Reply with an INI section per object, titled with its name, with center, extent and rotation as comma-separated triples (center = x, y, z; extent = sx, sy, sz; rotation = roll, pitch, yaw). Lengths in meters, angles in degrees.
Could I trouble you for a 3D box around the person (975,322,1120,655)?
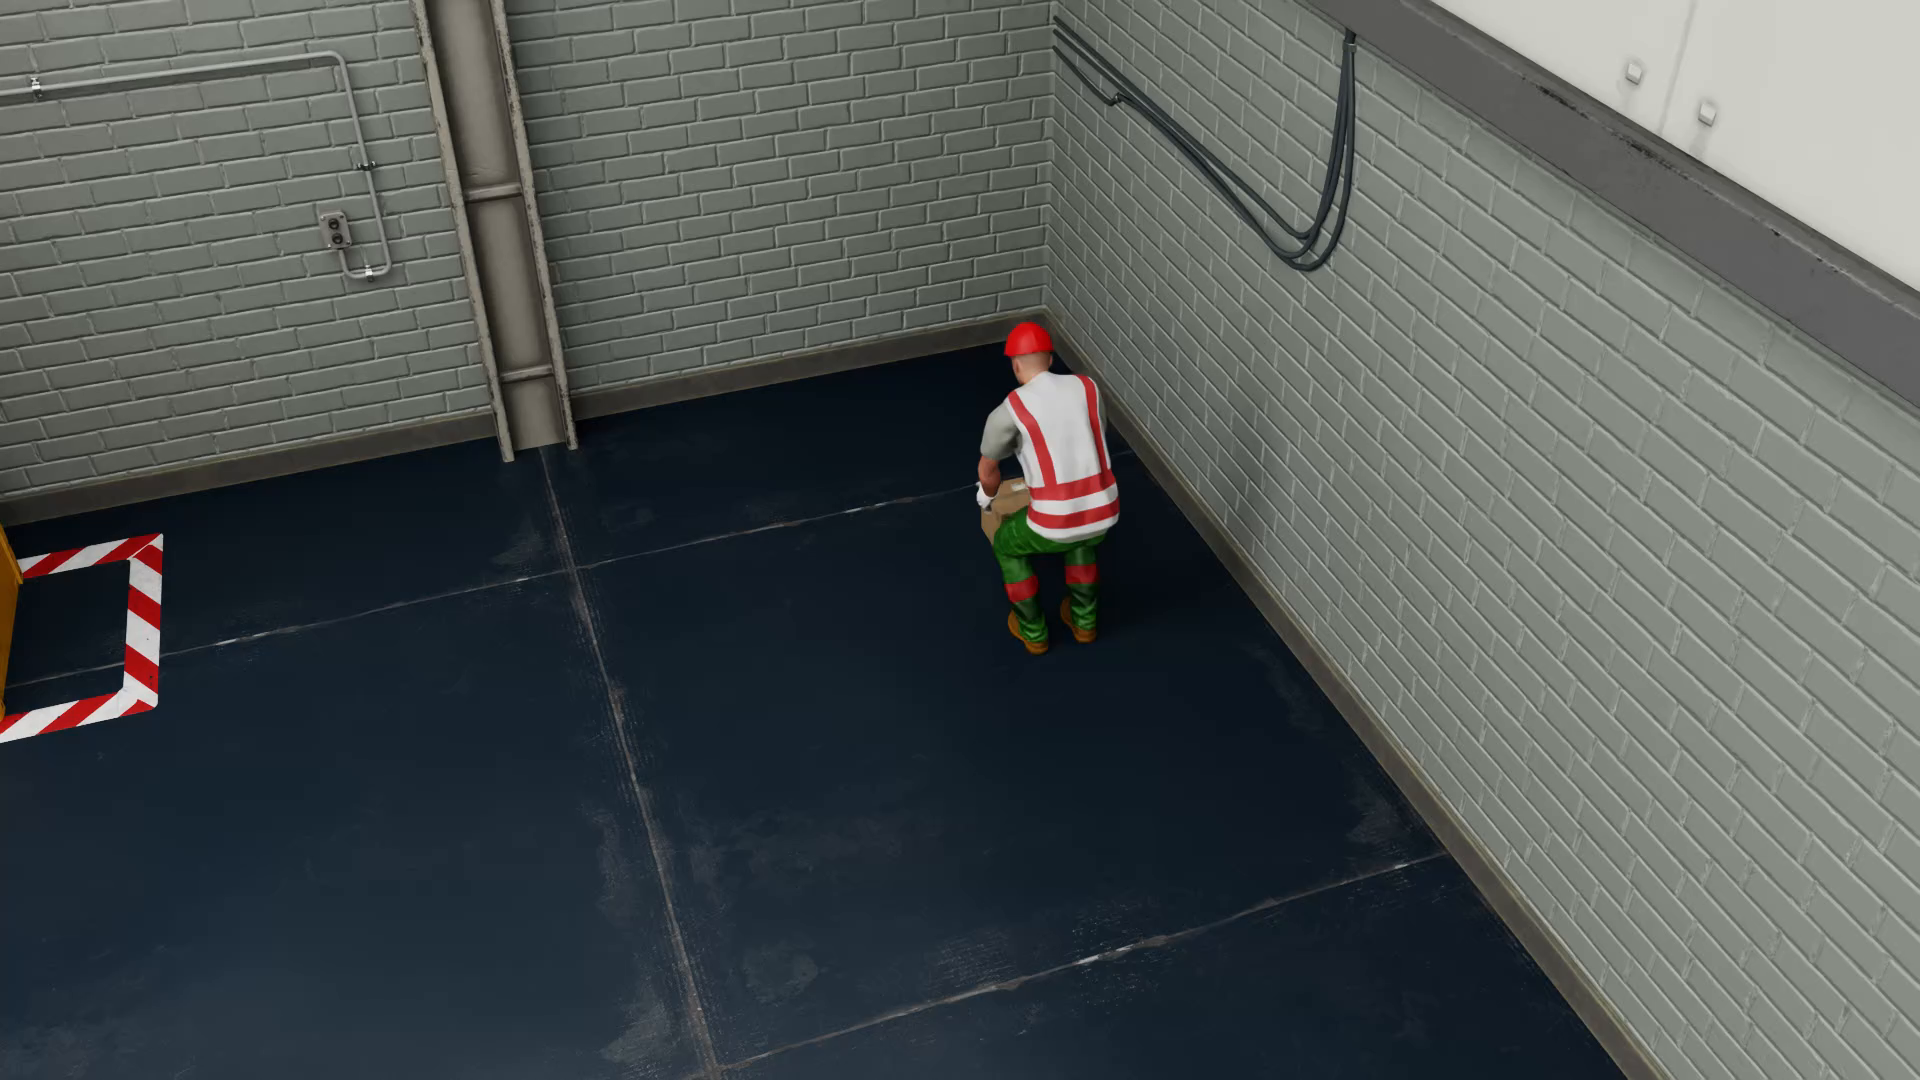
[person]
center = 0.375, -0.190, 7.275
extent = 0.582, 1.472, 0.730
rotation = -12, 39, -16
